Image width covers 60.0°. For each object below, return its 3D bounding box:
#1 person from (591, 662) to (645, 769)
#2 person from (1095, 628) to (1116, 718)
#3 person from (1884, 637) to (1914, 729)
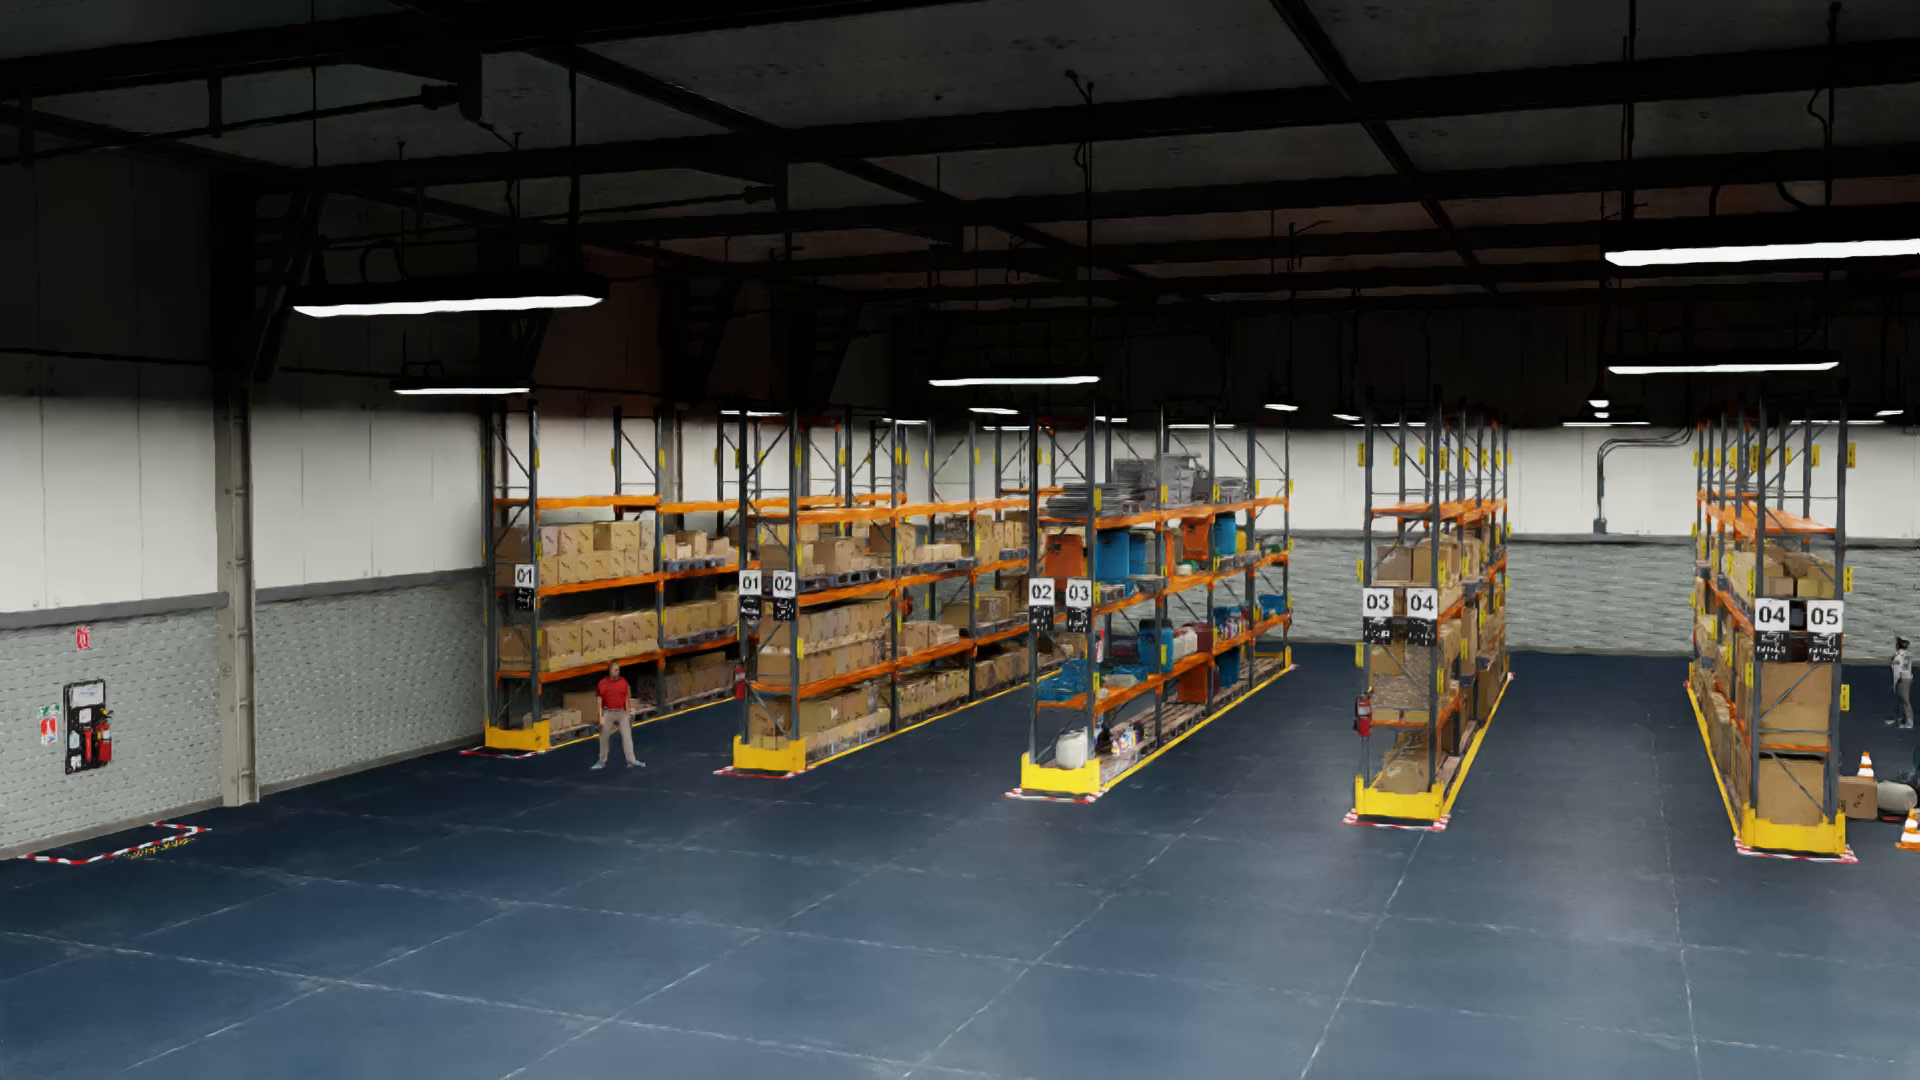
[{"bbox_3d":[-5.521,2.858,26.732,0.772,1.629,0.583,-2,3,-32],"label":"person"},{"bbox_3d":[2.792,2.546,32.075,0.551,1.707,1.109,1,3,20],"label":"person"},{"bbox_3d":[17.452,2.633,30.863,0.549,1.663,0.585,3,4,44],"label":"person"}]
